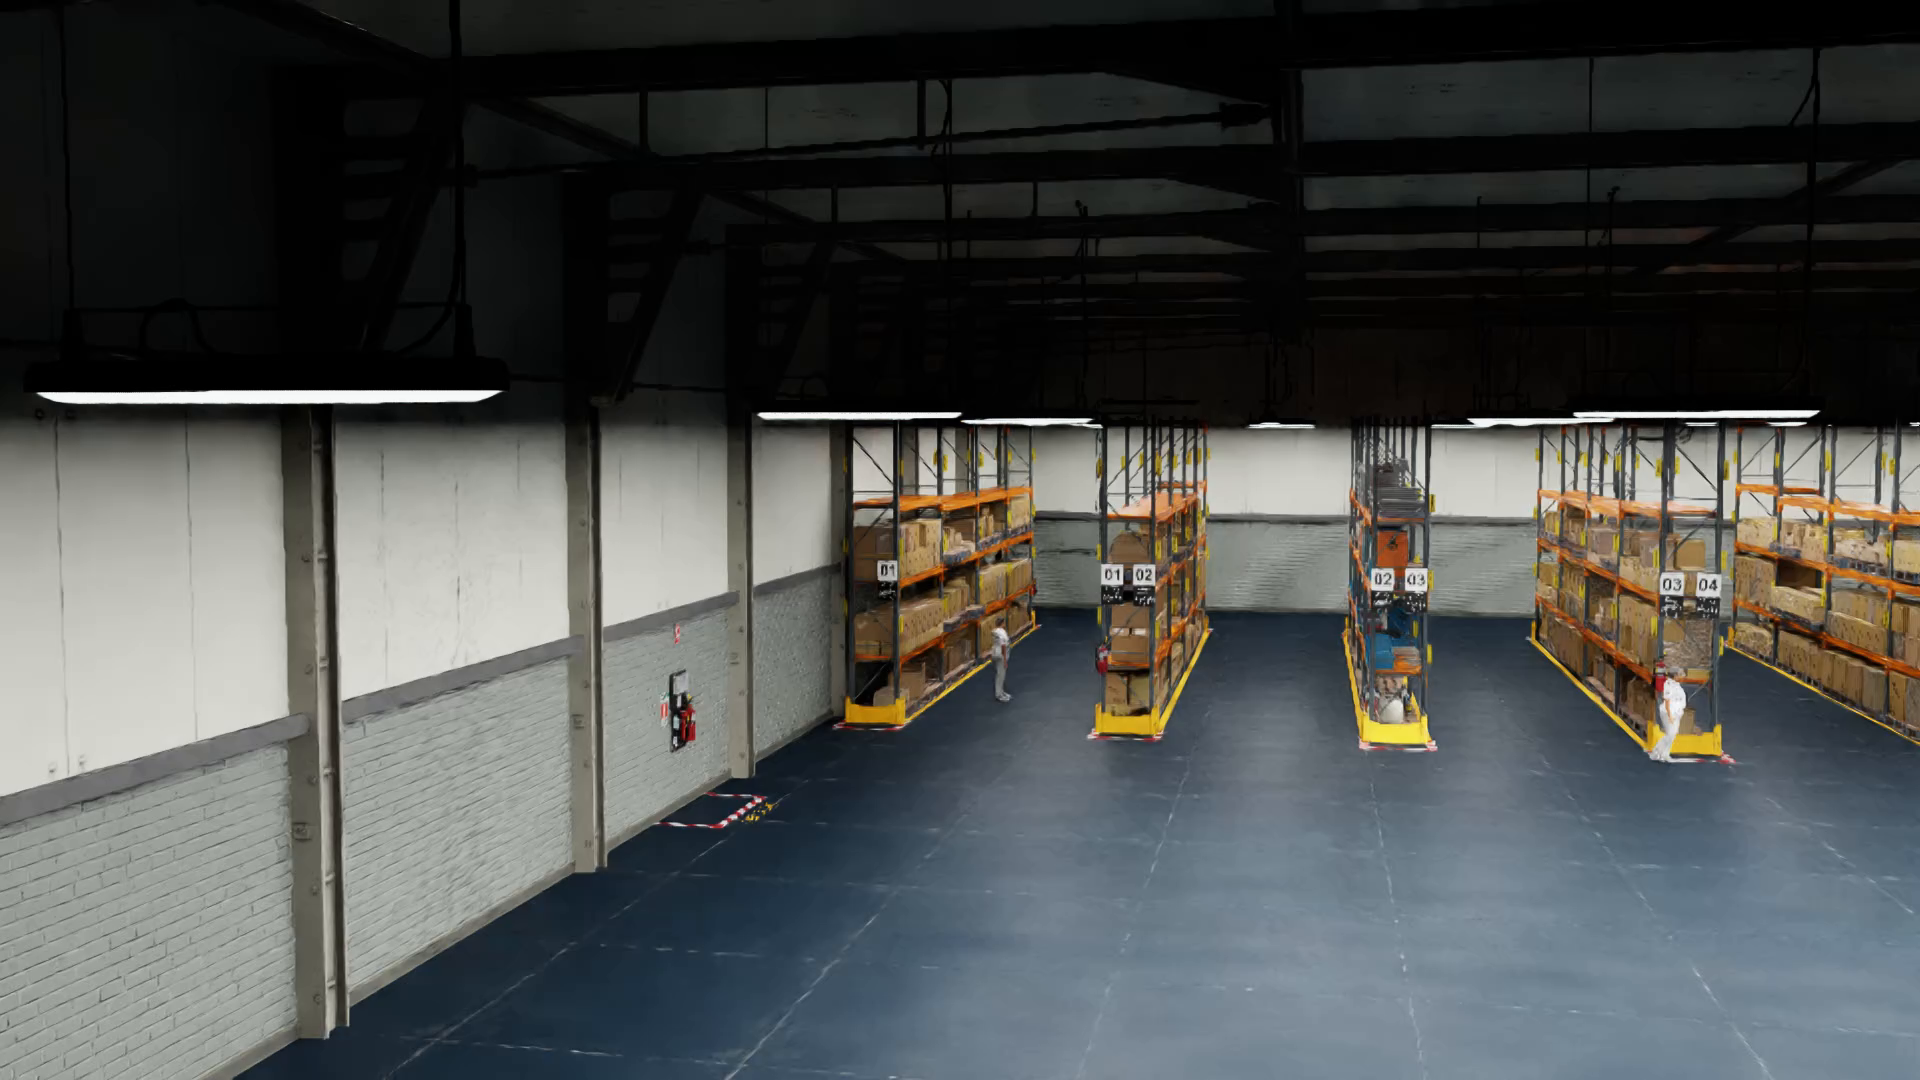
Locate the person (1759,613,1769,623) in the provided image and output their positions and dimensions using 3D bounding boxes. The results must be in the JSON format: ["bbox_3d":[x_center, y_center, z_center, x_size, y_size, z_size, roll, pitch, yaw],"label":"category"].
[{"bbox_3d":[21.838,1.823,44.893,0.512,1.722,0.631,-1,4,-11],"label":"person"}]

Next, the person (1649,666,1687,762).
[{"bbox_3d":[12.131,2.988,28.508,0.481,1.656,0.651,3,5,41],"label":"person"}]

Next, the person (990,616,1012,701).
[{"bbox_3d":[0.896,2.489,35.202,0.476,1.759,0.593,-1,4,-17],"label":"person"}]
